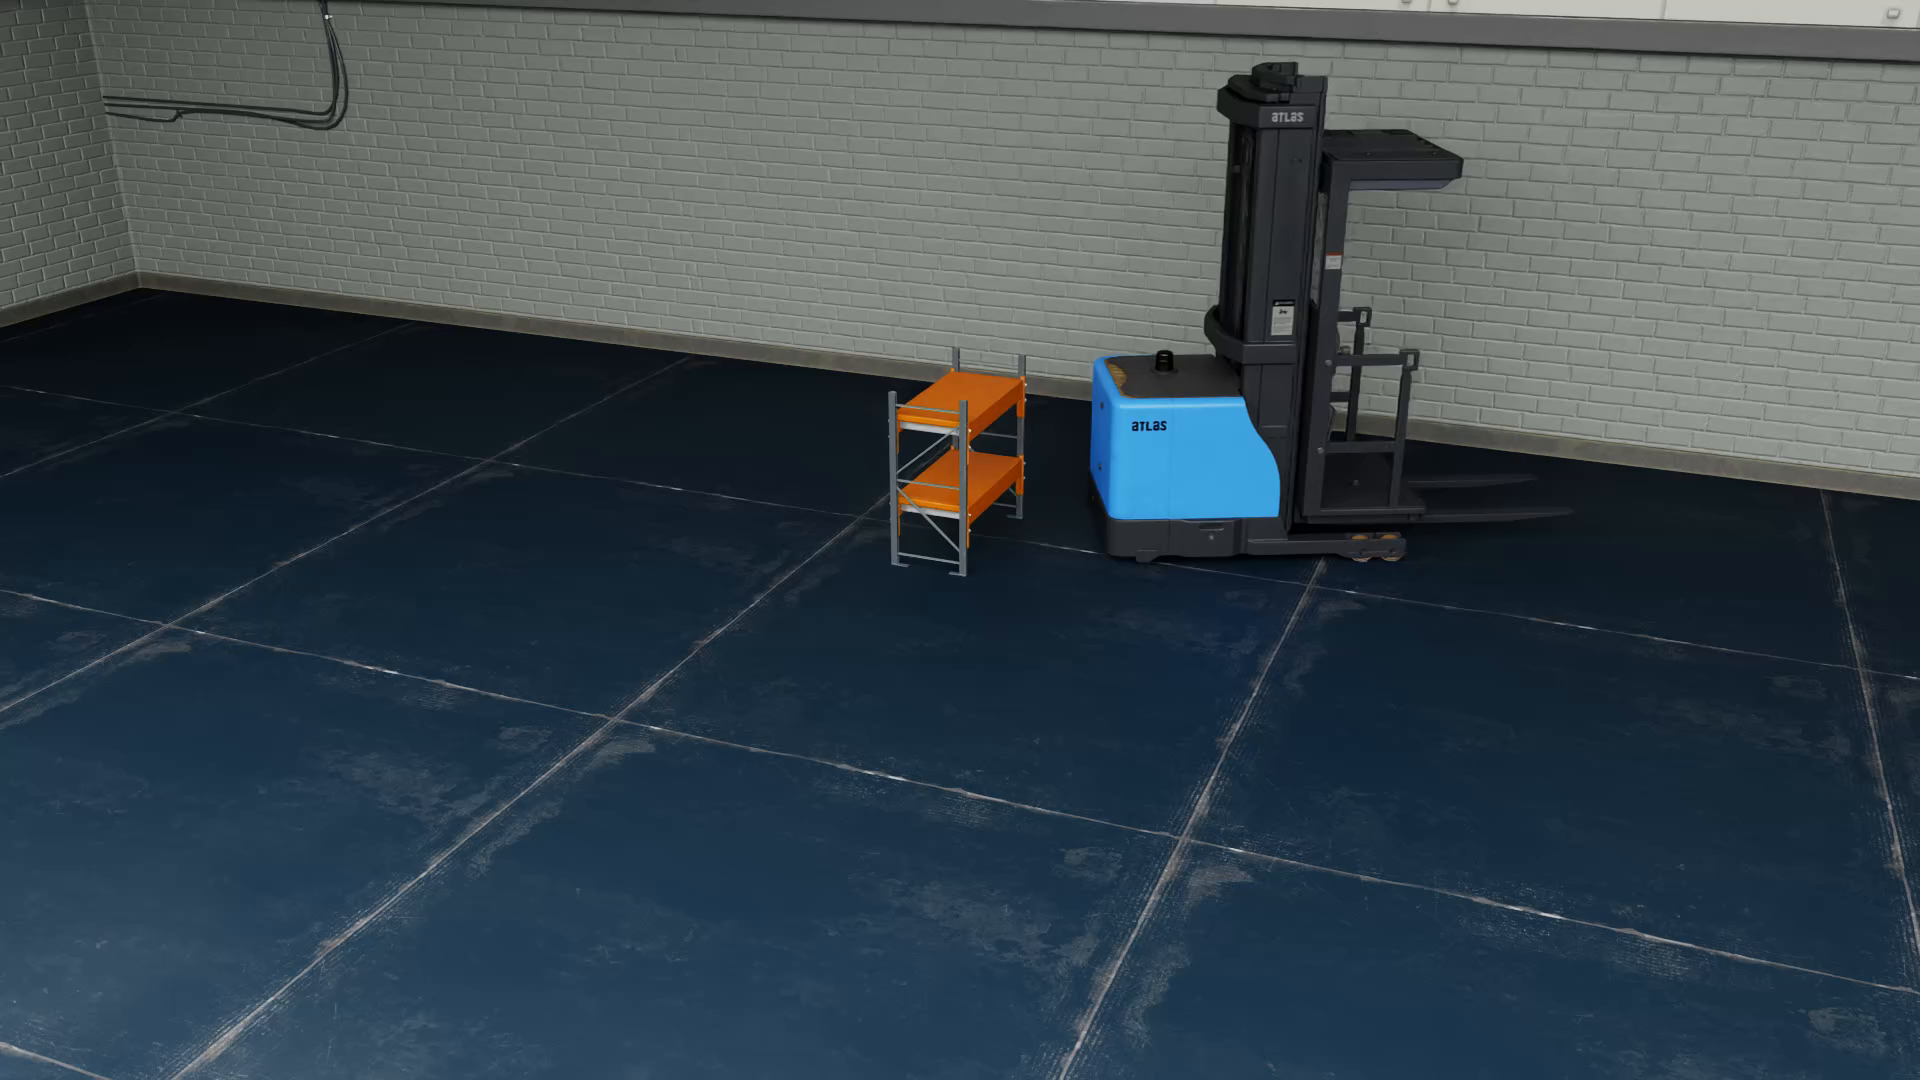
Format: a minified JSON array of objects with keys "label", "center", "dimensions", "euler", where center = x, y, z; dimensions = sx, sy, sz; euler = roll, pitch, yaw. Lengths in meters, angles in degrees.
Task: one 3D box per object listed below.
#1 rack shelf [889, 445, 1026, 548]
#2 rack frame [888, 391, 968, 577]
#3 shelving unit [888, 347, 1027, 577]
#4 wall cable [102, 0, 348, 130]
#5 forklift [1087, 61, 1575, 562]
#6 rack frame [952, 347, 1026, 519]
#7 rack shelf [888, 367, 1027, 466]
[{"label":"rack shelf","center":[-0.002,-0.291,10.622],"dimensions":[0.538,0.278,1.000],"euler":[9,24,20]},{"label":"rack frame","center":[-0.191,-0.335,10.092],"dimensions":[0.500,1.125,0.032],"euler":[9,24,20]},{"label":"shelving unit","center":[-0.002,-0.517,10.527],"dimensions":[0.538,1.125,1.048],"euler":[9,24,20]},{"label":"wall cable","center":[-6.995,-5.071,15.244],"dimensions":[3.097,2.526,0.112],"euler":[9,24,20]},{"label":"forklift","center":[2.391,-1.417,10.339],"dimensions":[3.031,2.935,1.130],"euler":[-1,23,-3]},{"label":"rack frame","center":[0.186,-0.699,10.963],"dimensions":[0.500,1.125,0.032],"euler":[9,24,20]},{"label":"rack shelf","center":[-0.002,-0.787,10.415],"dimensions":[0.538,0.278,1.000],"euler":[9,24,20]}]
